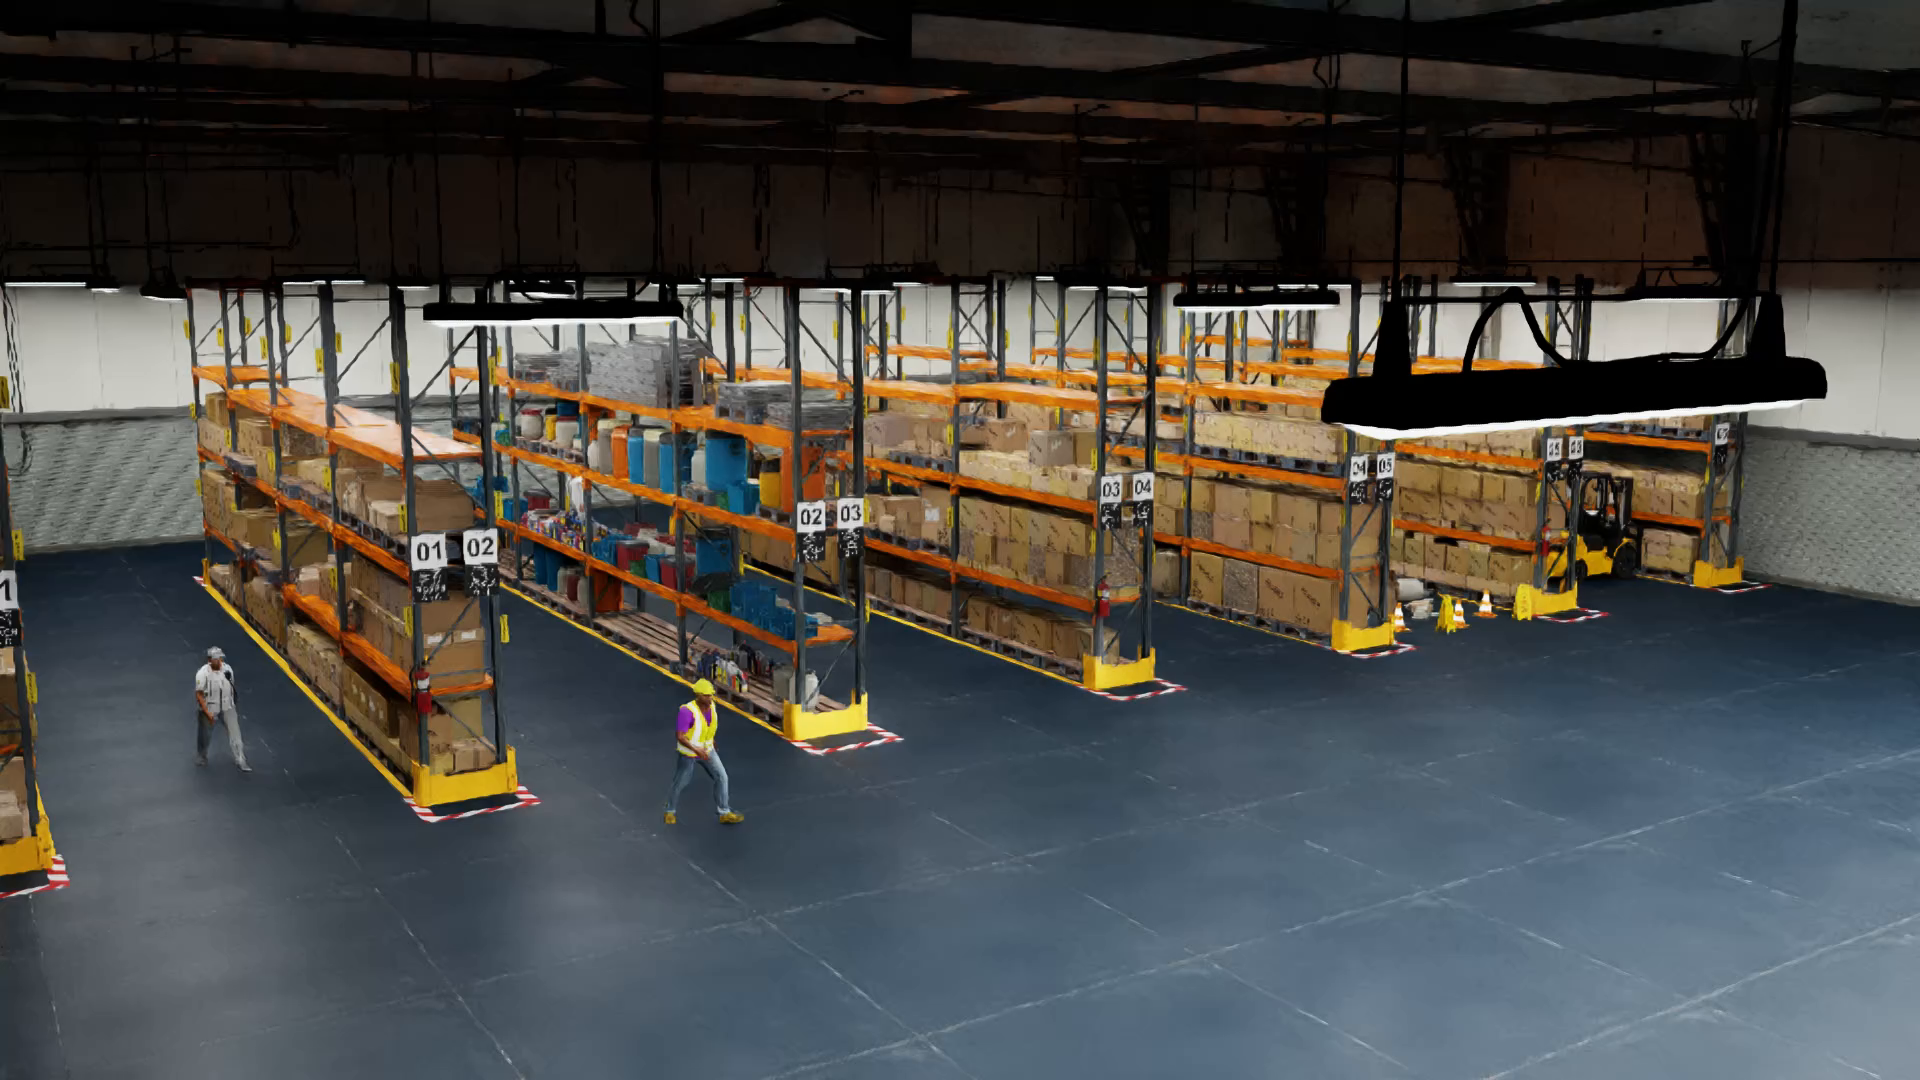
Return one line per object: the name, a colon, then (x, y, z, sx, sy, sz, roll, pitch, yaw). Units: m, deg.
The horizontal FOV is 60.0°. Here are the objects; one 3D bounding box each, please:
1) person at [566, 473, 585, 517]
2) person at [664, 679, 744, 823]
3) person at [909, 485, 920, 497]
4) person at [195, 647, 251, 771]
person: (-8.625, -0.832, 37.663, 0.780, 1.774, 0.515, 5, 11, 28)
person: (-2.969, 2.374, 18.757, 0.836, 1.703, 0.710, 8, 13, 41)
person: (-1.258, -1.837, 43.554, 0.640, 1.759, 0.499, 5, 11, 25)
person: (-9.276, 2.087, 20.750, 0.505, 1.579, 1.063, -8, 13, -41)
